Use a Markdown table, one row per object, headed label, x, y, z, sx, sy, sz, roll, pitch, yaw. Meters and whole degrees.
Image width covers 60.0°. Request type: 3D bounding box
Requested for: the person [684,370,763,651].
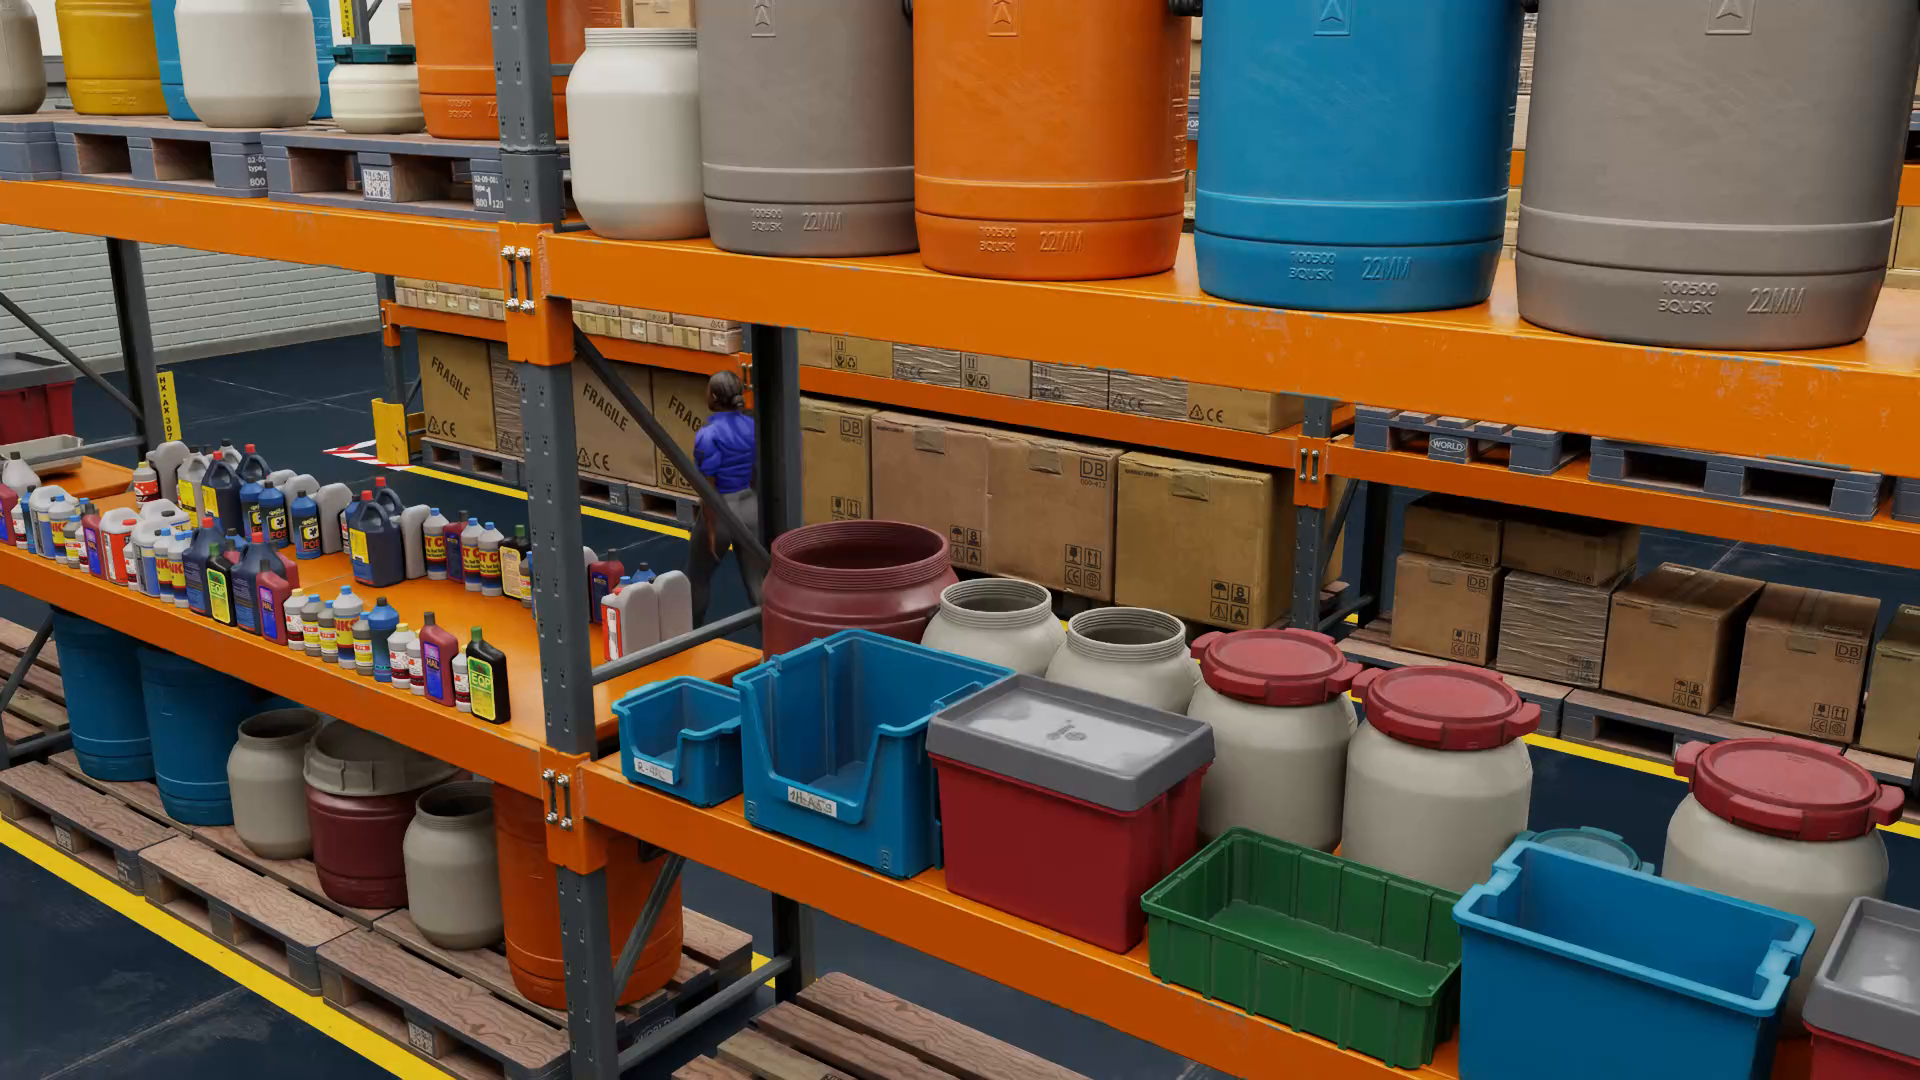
| label | x | y | z | sx | sy | sz | roll | pitch | yaw |
| --- | --- | --- | --- | --- | --- | --- | --- | --- | --- |
| person | -1.277 | -0.133 | 8.937 | 0.460 | 1.603 | 0.965 | -14 | 22 | -39 |
